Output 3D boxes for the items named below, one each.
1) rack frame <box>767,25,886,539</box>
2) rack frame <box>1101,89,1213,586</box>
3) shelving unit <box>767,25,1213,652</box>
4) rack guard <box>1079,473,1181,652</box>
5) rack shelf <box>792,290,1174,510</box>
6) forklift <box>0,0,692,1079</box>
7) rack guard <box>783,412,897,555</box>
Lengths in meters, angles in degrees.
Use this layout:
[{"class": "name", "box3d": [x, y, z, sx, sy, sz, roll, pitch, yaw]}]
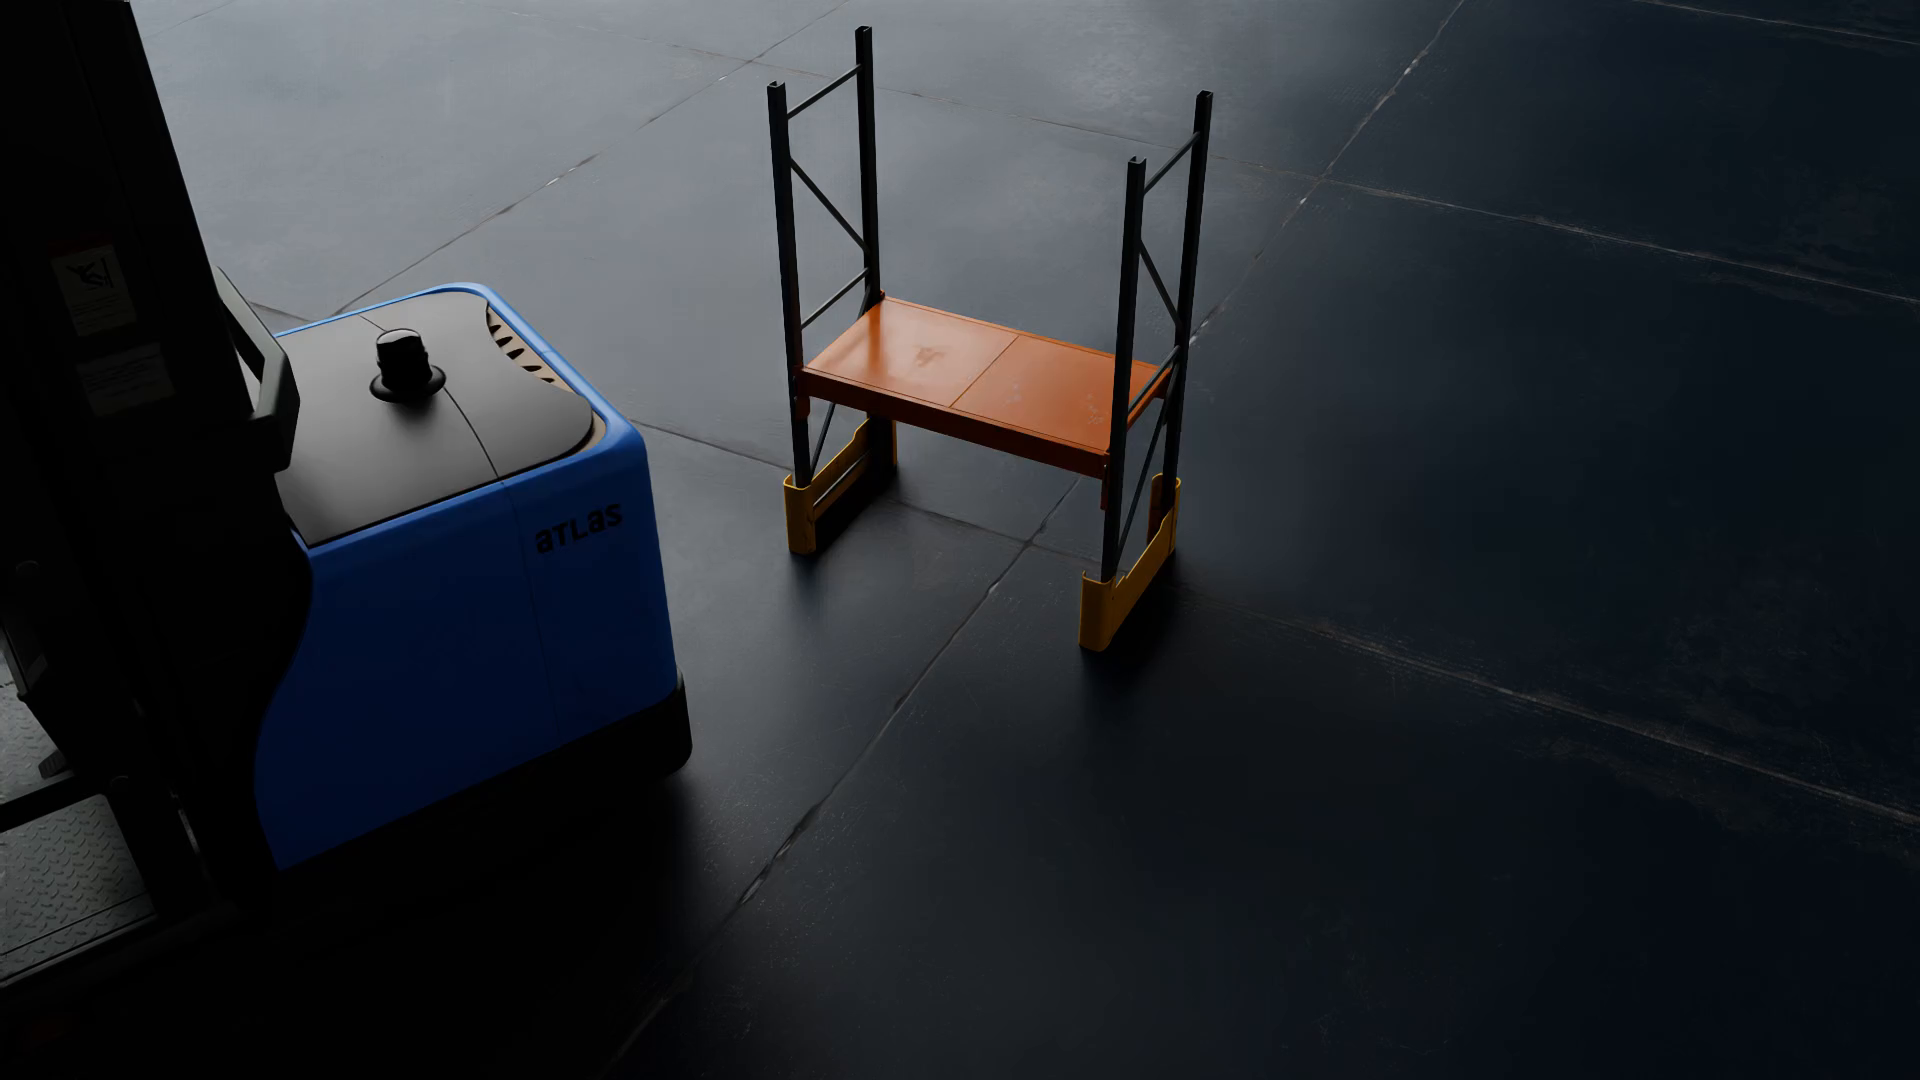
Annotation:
[{"class": "rack frame", "box3d": [-0.376, -0.715, 4.951, 0.032, 1.500, 0.500, 17, 41, 21]}, {"class": "rack frame", "box3d": [0.527, -0.432, 4.579, 0.032, 1.500, 0.500, 17, 41, 21]}, {"class": "shelving unit", "box3d": [0.068, -0.576, 4.769, 1.083, 1.500, 0.587, 17, 41, 21]}, {"class": "rack guard", "box3d": [0.510, 0.060, 4.964, 0.087, 0.250, 0.587, 17, 41, 21]}, {"class": "rack shelf", "box3d": [0.076, -0.430, 4.874, 1.000, 0.185, 0.538, 17, 41, 21]}, {"class": "forklift", "box3d": [-2.202, -0.261, 3.170, 3.031, 2.935, 1.130, -23, 43, -28]}, {"class": "rack guard", "box3d": [-0.375, -0.217, 5.329, 0.087, 0.250, 0.587, 17, 41, 21]}]
